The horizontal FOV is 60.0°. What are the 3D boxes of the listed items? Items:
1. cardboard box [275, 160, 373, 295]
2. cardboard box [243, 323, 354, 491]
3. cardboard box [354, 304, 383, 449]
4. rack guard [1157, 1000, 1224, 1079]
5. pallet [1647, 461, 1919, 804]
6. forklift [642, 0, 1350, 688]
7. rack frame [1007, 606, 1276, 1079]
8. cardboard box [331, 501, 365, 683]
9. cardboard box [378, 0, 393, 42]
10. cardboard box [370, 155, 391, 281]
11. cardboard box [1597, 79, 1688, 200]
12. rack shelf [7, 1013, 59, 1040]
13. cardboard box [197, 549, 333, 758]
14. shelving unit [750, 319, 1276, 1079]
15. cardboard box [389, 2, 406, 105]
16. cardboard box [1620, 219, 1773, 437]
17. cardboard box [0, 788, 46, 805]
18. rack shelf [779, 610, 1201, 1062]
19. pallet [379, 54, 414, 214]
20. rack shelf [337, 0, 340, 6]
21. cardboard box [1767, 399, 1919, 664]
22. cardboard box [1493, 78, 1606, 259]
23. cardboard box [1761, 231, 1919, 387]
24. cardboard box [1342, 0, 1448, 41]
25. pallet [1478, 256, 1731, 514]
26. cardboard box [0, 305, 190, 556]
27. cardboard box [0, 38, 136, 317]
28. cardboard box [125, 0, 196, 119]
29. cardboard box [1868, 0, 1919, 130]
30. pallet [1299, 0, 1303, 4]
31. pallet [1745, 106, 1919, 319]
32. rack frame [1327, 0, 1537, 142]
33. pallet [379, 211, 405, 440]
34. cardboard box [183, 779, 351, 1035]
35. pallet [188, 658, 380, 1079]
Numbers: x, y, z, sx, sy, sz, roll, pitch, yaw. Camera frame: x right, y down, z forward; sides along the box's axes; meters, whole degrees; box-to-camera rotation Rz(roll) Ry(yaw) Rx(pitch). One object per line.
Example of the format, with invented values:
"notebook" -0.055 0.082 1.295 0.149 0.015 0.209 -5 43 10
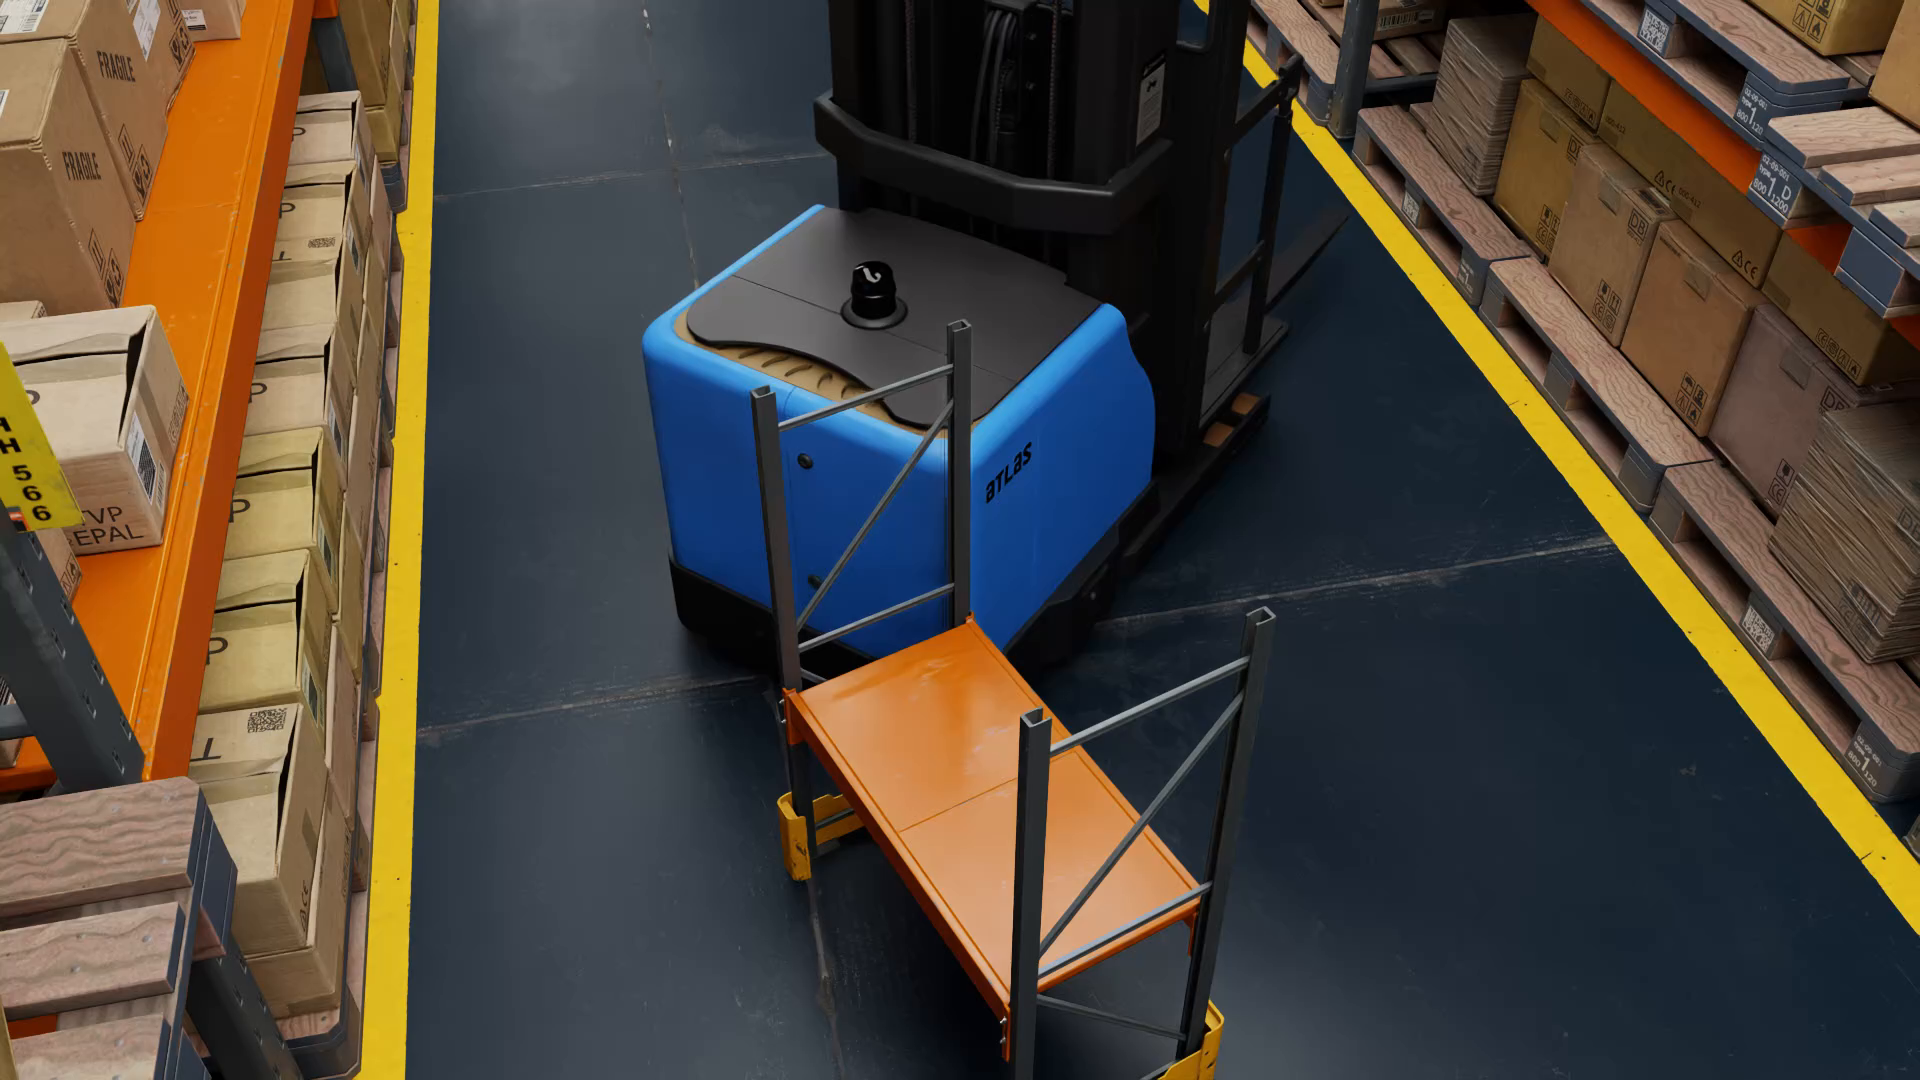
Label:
"cardboard box" -2.243 -1.026 5.479 0.500 0.311 0.500 -7 42 -8
"cardboard box" -2.033 -0.376 4.746 0.500 0.311 0.500 -9 42 -10
"cardboard box" -2.138 -0.487 5.294 0.500 0.250 0.500 -7 42 -8
"rack guard" 0.318 1.234 3.672 0.587 0.250 0.087 -21 46 -22
"pallet" 2.803 0.171 4.898 1.003 0.211 1.213 -8 42 -9
"forklift" 0.387 -1.474 4.703 1.130 2.935 3.031 23 47 24
"rack frame" 0.319 0.767 3.256 0.500 1.500 0.032 -21 46 -22
"cardboard box" -1.919 0.175 4.548 0.500 0.250 0.500 -9 42 -10
"cardboard box" -2.639 -2.323 6.797 0.500 0.500 0.500 -8 42 -9
"cardboard box" -2.356 -1.147 6.037 0.500 0.250 0.500 -9 42 -10
"cardboard box" 2.497 -1.371 5.522 0.500 0.250 0.500 -9 42 -11
"rack shelf" -1.434 1.913 1.377 1.077 0.370 4.000 -8 42 -9
"cardboard box" -1.813 0.288 3.998 0.500 0.311 0.500 -9 42 -10
"shelving unit" 0.065 0.482 3.577 0.587 1.500 1.083 -21 46 -22
"cardboard box" -2.636 -2.043 7.047 0.500 0.250 0.500 -8 42 -9
"cardboard box" 2.632 -0.722 5.356 0.700 0.500 0.500 -9 42 -10
"cardboard box" -2.219 0.705 3.529 0.500 0.311 0.500 -7 42 -8
"rack shelf" 0.060 0.611 3.703 0.538 0.185 1.000 -21 46 -22
"pallet" -2.860 -1.724 7.033 1.003 0.211 1.213 -8 42 -9
"rack shelf" -3.161 -3.273 7.219 1.077 0.370 4.000 -8 42 -9
"cardboard box" 2.764 -0.054 4.602 0.700 0.500 0.500 -8 42 -9
"cardboard box" 2.443 -1.385 6.102 0.700 0.500 0.500 -9 42 -10
"cardboard box" 2.702 -0.713 4.780 0.500 0.250 0.500 -8 42 -8
"cardboard box" 1.962 -2.405 7.503 0.380 0.166 0.250 -14 43 -15
"pallet" 2.543 -0.618 5.787 1.003 0.211 1.213 -8 42 -9
"cardboard box" -1.869 -0.227 3.313 0.500 0.311 0.500 -9 42 -10
"cardboard box" -2.244 -0.775 3.788 0.500 0.500 0.500 -10 43 -12
"cardboard box" -2.465 -1.441 4.539 0.500 0.500 0.500 -6 42 -6
"cardboard box" 2.712 -1.228 3.967 0.700 0.500 0.500 -12 43 -13
"pallet" 1.661 -3.137 8.625 1.003 0.211 1.213 -8 42 -9
"pallet" 2.713 -0.740 3.968 1.213 0.211 1.003 -8 42 -9
"rack frame" 2.107 -2.958 6.322 1.000 3.000 0.127 -8 42 -9
"pallet" -2.532 -0.730 5.914 1.003 0.211 1.213 -8 42 -9
"cardboard box" -1.692 0.837 3.802 0.500 0.250 0.500 -8 42 -9
"pallet" -2.005 0.851 4.132 1.003 0.211 1.213 -8 42 -9
